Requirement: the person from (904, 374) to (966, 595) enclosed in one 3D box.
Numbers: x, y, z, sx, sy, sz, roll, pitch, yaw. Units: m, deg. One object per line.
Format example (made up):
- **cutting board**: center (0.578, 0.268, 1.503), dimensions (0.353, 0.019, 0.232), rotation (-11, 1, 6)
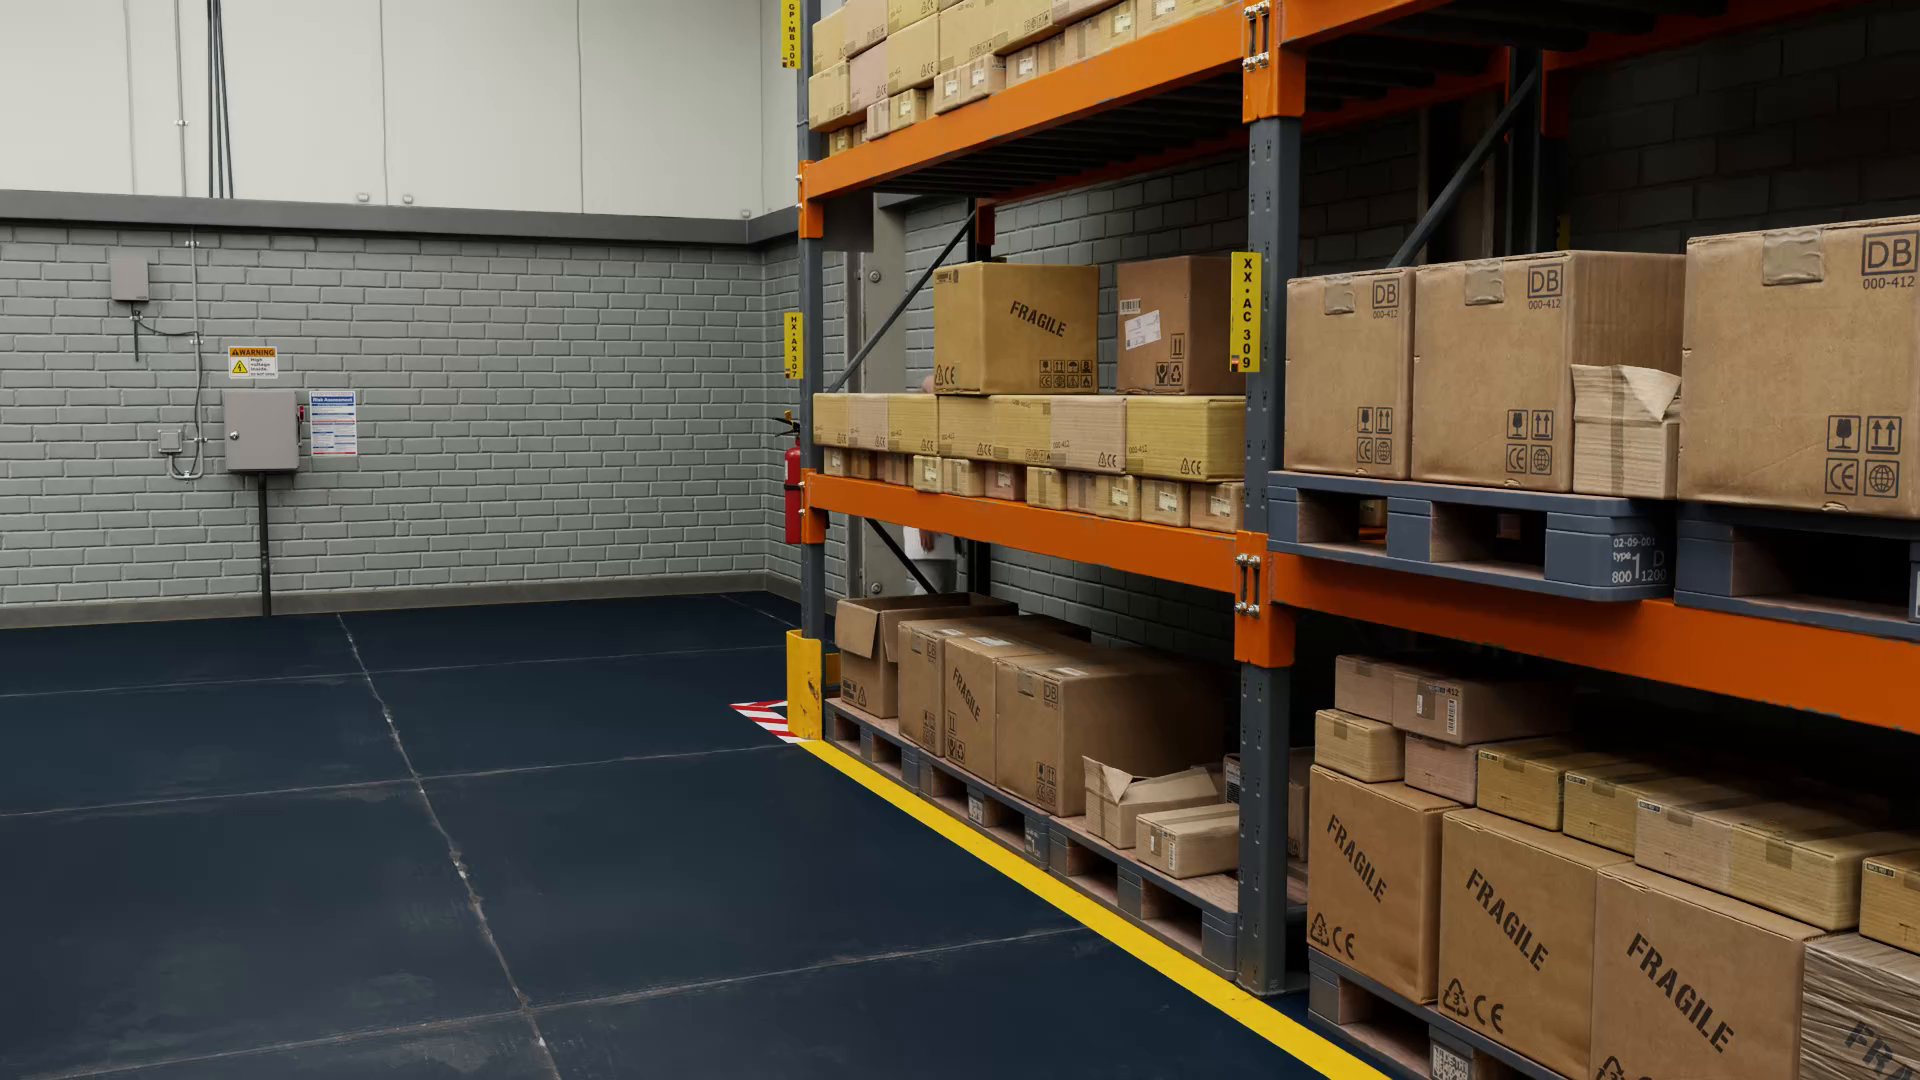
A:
- **person**: center (-0.109, -0.094, 10.016), dimensions (0.427, 1.809, 0.626), rotation (2, 6, 23)
